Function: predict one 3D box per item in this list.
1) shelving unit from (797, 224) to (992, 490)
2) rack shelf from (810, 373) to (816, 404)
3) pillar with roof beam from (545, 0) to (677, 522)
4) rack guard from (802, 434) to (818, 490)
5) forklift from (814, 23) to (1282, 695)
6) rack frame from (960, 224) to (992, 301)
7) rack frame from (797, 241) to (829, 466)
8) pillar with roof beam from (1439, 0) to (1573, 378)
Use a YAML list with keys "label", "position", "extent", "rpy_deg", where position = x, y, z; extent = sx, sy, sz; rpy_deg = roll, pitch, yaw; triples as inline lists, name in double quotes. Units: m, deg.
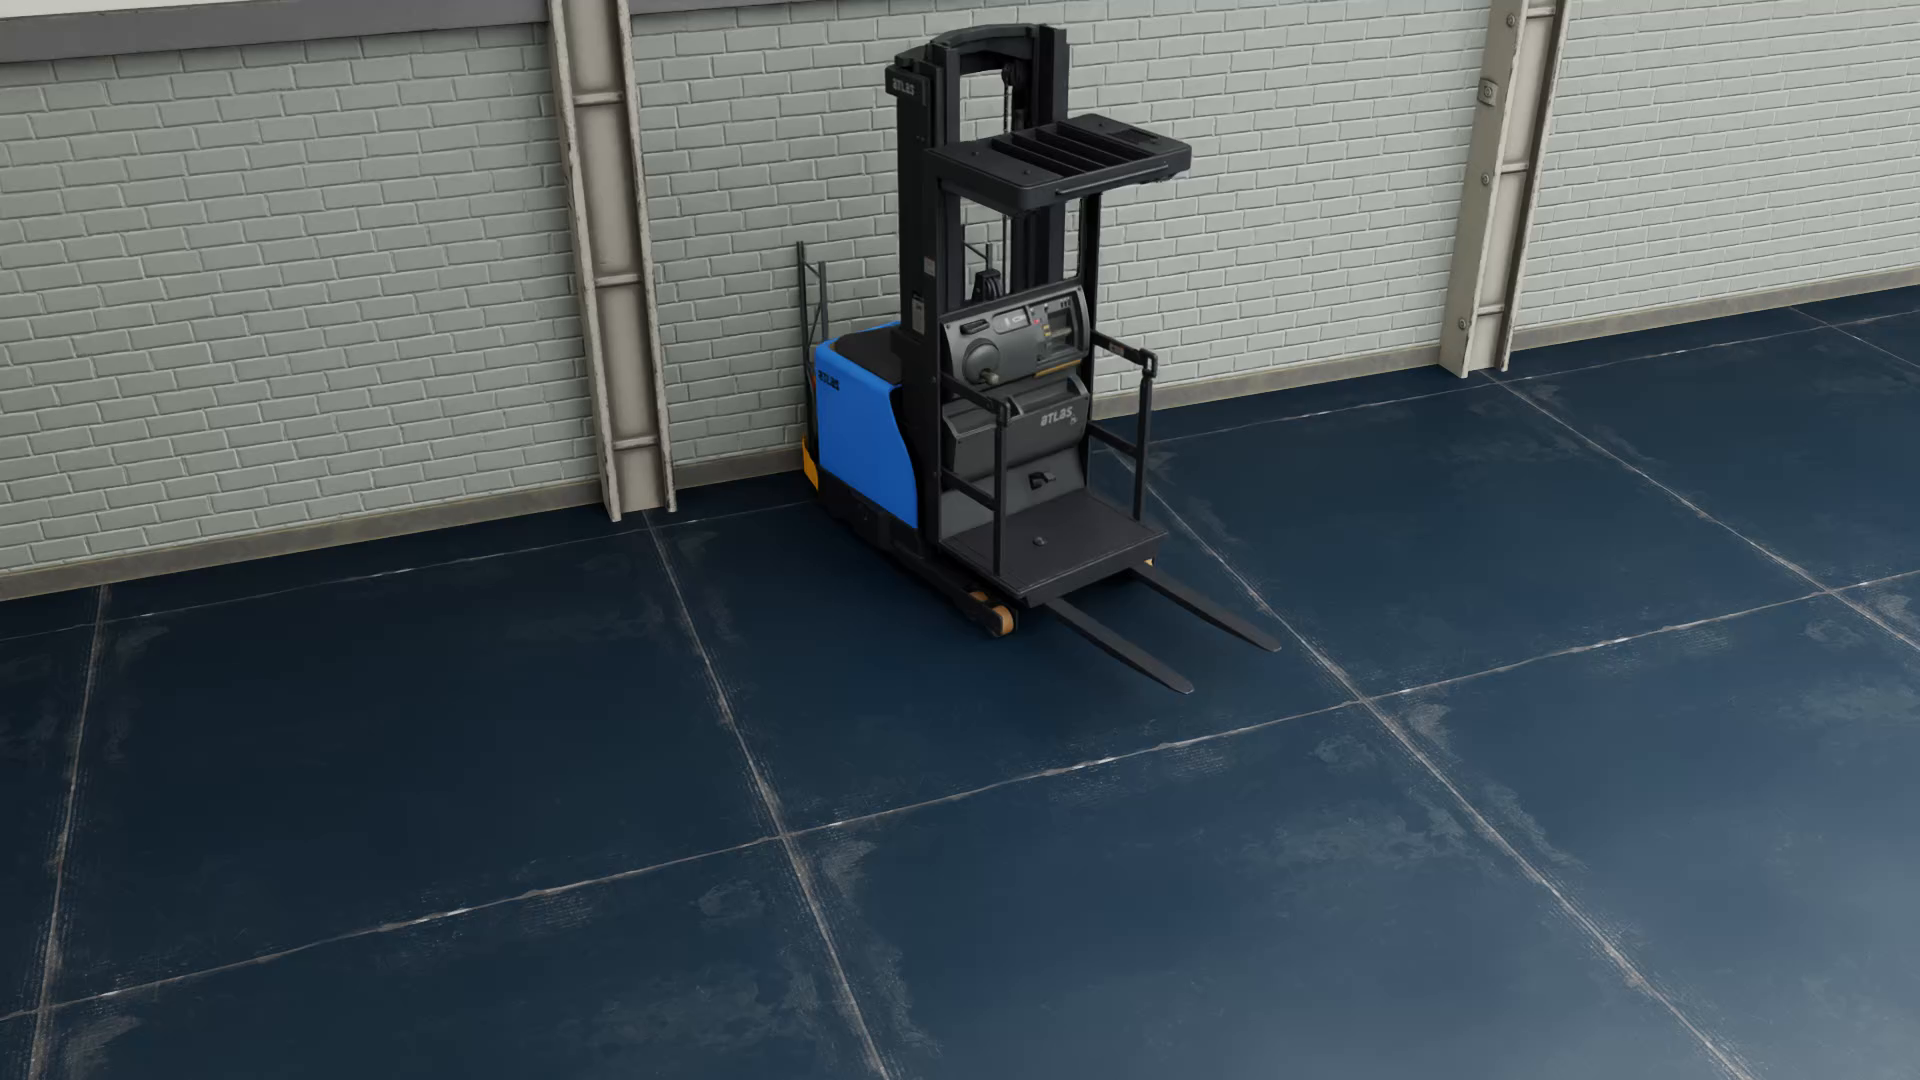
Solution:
- label: "shelving unit"
  position: [-0.391, -1.079, 10.127]
  extent: [1.083, 1.500, 0.587]
  rpy_deg: [-10, 27, -18]
- label: "rack shelf"
  position: [-0.380, -0.918, 10.207]
  extent: [1.000, 0.185, 0.538]
  rpy_deg: [-10, 27, -18]
- label: "pillar with roof beam"
  position: [-0.448, -2.127, 4.392]
  extent: [0.400, 9.000, 9.100]
  rpy_deg: [-10, 31, -18]
- label: "rack guard"
  position: [-0.850, -0.435, 10.239]
  extent: [0.087, 0.250, 0.587]
  rpy_deg: [-10, 27, -18]
- label: "forklift"
  position: [0.436, -1.035, 8.606]
  extent: [1.130, 2.935, 3.031]
  rpy_deg: [-21, 36, -32]
- label: "rack frame"
  position: [0.093, -1.162, 10.290]
  extent: [0.032, 1.500, 0.500]
  rpy_deg: [-10, 27, -18]
- label: "rack frame"
  position: [-0.858, -0.998, 9.969]
  extent: [0.032, 1.500, 0.500]
  rpy_deg: [-10, 27, -18]
- label: "pillar with roof beam"
  position: [5.176, -3.162, 6.210]
  extent: [0.400, 9.000, 9.100]
  rpy_deg: [-10, 31, -18]
